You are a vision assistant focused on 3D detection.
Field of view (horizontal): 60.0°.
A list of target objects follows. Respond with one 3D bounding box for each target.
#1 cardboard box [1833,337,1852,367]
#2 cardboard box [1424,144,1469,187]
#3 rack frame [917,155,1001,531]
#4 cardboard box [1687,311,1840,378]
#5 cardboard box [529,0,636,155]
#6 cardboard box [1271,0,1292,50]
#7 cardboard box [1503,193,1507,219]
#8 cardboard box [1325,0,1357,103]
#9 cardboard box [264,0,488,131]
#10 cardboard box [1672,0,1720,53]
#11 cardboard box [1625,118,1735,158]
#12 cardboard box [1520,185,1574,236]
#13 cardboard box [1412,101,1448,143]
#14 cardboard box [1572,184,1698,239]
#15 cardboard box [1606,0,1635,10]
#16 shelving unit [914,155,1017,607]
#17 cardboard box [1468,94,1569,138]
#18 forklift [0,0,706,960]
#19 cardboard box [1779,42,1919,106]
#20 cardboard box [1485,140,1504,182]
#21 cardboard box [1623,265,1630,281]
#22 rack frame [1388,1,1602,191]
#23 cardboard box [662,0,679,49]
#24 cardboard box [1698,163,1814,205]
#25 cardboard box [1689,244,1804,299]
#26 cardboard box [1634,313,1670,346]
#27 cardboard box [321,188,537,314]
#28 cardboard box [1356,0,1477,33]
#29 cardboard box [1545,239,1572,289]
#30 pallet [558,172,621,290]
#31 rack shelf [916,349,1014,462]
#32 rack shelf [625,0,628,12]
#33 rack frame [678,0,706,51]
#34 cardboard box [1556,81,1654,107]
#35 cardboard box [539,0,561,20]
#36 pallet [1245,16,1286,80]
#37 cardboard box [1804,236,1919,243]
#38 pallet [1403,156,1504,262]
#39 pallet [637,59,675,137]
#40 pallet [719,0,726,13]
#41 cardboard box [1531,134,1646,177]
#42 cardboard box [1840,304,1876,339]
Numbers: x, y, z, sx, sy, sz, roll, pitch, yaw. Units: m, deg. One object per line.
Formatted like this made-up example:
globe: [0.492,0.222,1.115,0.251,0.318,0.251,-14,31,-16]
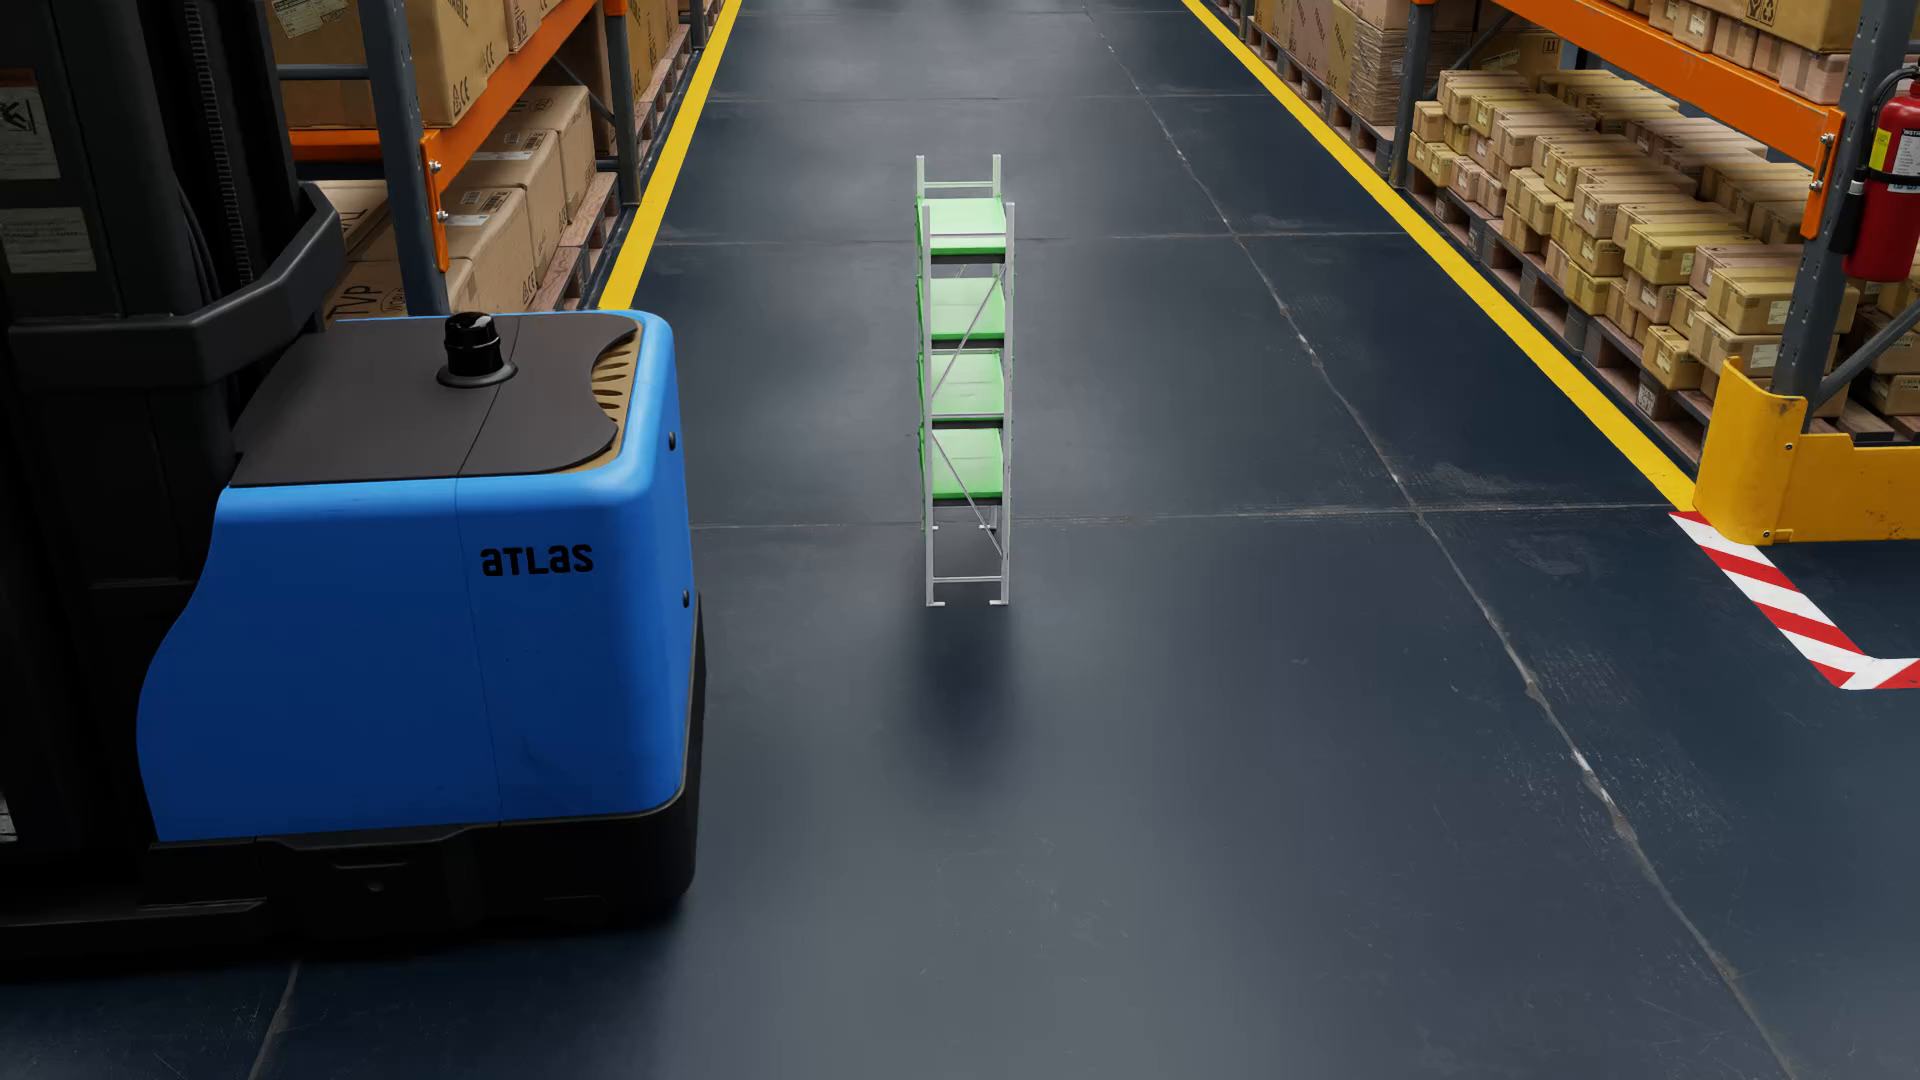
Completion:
cardboard box: [3.199,-0.660,5.901,0.380,0.149,0.250,-1,28,-3]
cardboard box: [2.505,-1.840,8.163,0.380,0.149,0.250,-1,28,-1]
rack frame: [-0.004,-0.568,5.042,0.240,1.200,0.015,-1,28,-3]
cardboard box: [2.690,-0.660,5.579,0.380,0.149,0.250,-2,28,-4]
cardboard box: [-2.257,-2.579,8.794,0.875,0.875,0.875,-1,28,-1]
cardboard box: [2.396,-3.577,11.113,0.500,0.500,0.500,-1,28,-2]
cardboard box: [2.682,-1.487,7.486,0.380,0.149,0.250,-3,28,-5]
cardboard box: [2.477,-2.867,9.752,0.500,0.500,0.500,-2,28,-4]
cardboard box: [-1.674,-1.476,4.728,0.500,0.500,0.500,-2,28,-3]
cardboard box: [2.663,-1.750,5.634,0.380,0.149,0.250,-1,28,-1]
cardboard box: [3.187,-1.768,7.382,0.380,0.149,0.250,-3,28,-5]
cardboard box: [2.584,-1.384,6.968,0.380,0.149,0.250,-1,28,-2]
cardboard box: [2.493,-2.095,8.331,0.380,0.149,0.250,0,28,0]
cardboard box: [2.605,-1.271,6.429,0.380,0.149,0.250,0,28,-1]
cardboard box: [2.693,-2.121,6.344,0.380,0.149,0.250,-1,28,-2]
shelving unit: [0.009,-0.456,4.826,0.258,1.200,0.503,-1,28,-3]
cardboard box: [2.622,-1.994,7.815,0.380,0.149,0.250,-2,28,-3]
forklift: [-2.138,-0.620,3.270,3.031,2.935,1.130,-3,28,-5]
cardboard box: [2.703,-1.402,4.965,0.380,0.149,0.250,-1,28,-3]
cardboard box: [2.655,-1.744,7.658,0.380,0.149,0.250,-3,28,-5]
cardboard box: [2.749,-1.027,6.282,0.380,0.149,0.250,-2,28,-3]
rack frame: [2.793,-3.217,8.173,1.000,3.000,0.127,-1,28,-3]
cardboard box: [-2.400,-3.821,11.175,0.875,0.875,0.875,-2,28,-3]
cardboard box: [3.226,-1.413,6.700,0.380,0.149,0.250,-1,28,-2]
cardboard box: [2.766,-0.911,5.738,0.380,0.149,0.250,-1,28,-2]
cardboard box: [2.724,-0.770,6.111,0.380,0.149,0.250,-2,28,-3]
cardboard box: [-2.126,-0.978,6.198,0.875,0.438,0.875,-1,28,-1]
cardboard box: [2.502,-2.965,9.129,0.500,0.250,0.500,-2,28,-4]
cardboard box: [2.628,-1.127,6.795,0.380,0.149,0.250,-1,28,-2]
pallet: [-2.183,-1.461,7.823,1.003,0.211,1.213,-1,28,-3]
rack shelf: [0.009,-0.399,4.856,0.258,0.148,0.480,-1,28,-3]
rack shelf: [-2.249,-3.655,9.792,1.077,0.370,4.000,-1,28,-3]
rack frame: [-2.354,-4.898,11.397,1.000,3.000,0.127,-1,28,-3]
cardboard box: [3.125,-2.127,8.071,0.380,0.149,0.250,-1,28,-2]
cardboard box: [-1.780,-2.175,6.069,0.500,0.500,0.500,0,28,-1]
pallet: [2.624,-3.466,11.668,1.003,0.211,1.213,-1,28,-3]
cardboard box: [3.294,-1.049,6.003,0.380,0.149,0.250,-1,28,-3]
pallet: [2.864,-1.671,8.225,1.003,0.211,1.213,-1,28,-3]
pallet: [-2.327,-2.733,10.262,1.003,0.211,1.213,-1,28,-3]
pallet: [-2.454,-4.584,13.811,1.003,0.211,1.213,-1,28,-3]
cardboard box: [2.687,-1.631,7.119,0.380,0.149,0.250,-2,28,-5]
cardboard box: [3.273,-0.799,5.846,0.380,0.149,0.250,-2,28,-3]
